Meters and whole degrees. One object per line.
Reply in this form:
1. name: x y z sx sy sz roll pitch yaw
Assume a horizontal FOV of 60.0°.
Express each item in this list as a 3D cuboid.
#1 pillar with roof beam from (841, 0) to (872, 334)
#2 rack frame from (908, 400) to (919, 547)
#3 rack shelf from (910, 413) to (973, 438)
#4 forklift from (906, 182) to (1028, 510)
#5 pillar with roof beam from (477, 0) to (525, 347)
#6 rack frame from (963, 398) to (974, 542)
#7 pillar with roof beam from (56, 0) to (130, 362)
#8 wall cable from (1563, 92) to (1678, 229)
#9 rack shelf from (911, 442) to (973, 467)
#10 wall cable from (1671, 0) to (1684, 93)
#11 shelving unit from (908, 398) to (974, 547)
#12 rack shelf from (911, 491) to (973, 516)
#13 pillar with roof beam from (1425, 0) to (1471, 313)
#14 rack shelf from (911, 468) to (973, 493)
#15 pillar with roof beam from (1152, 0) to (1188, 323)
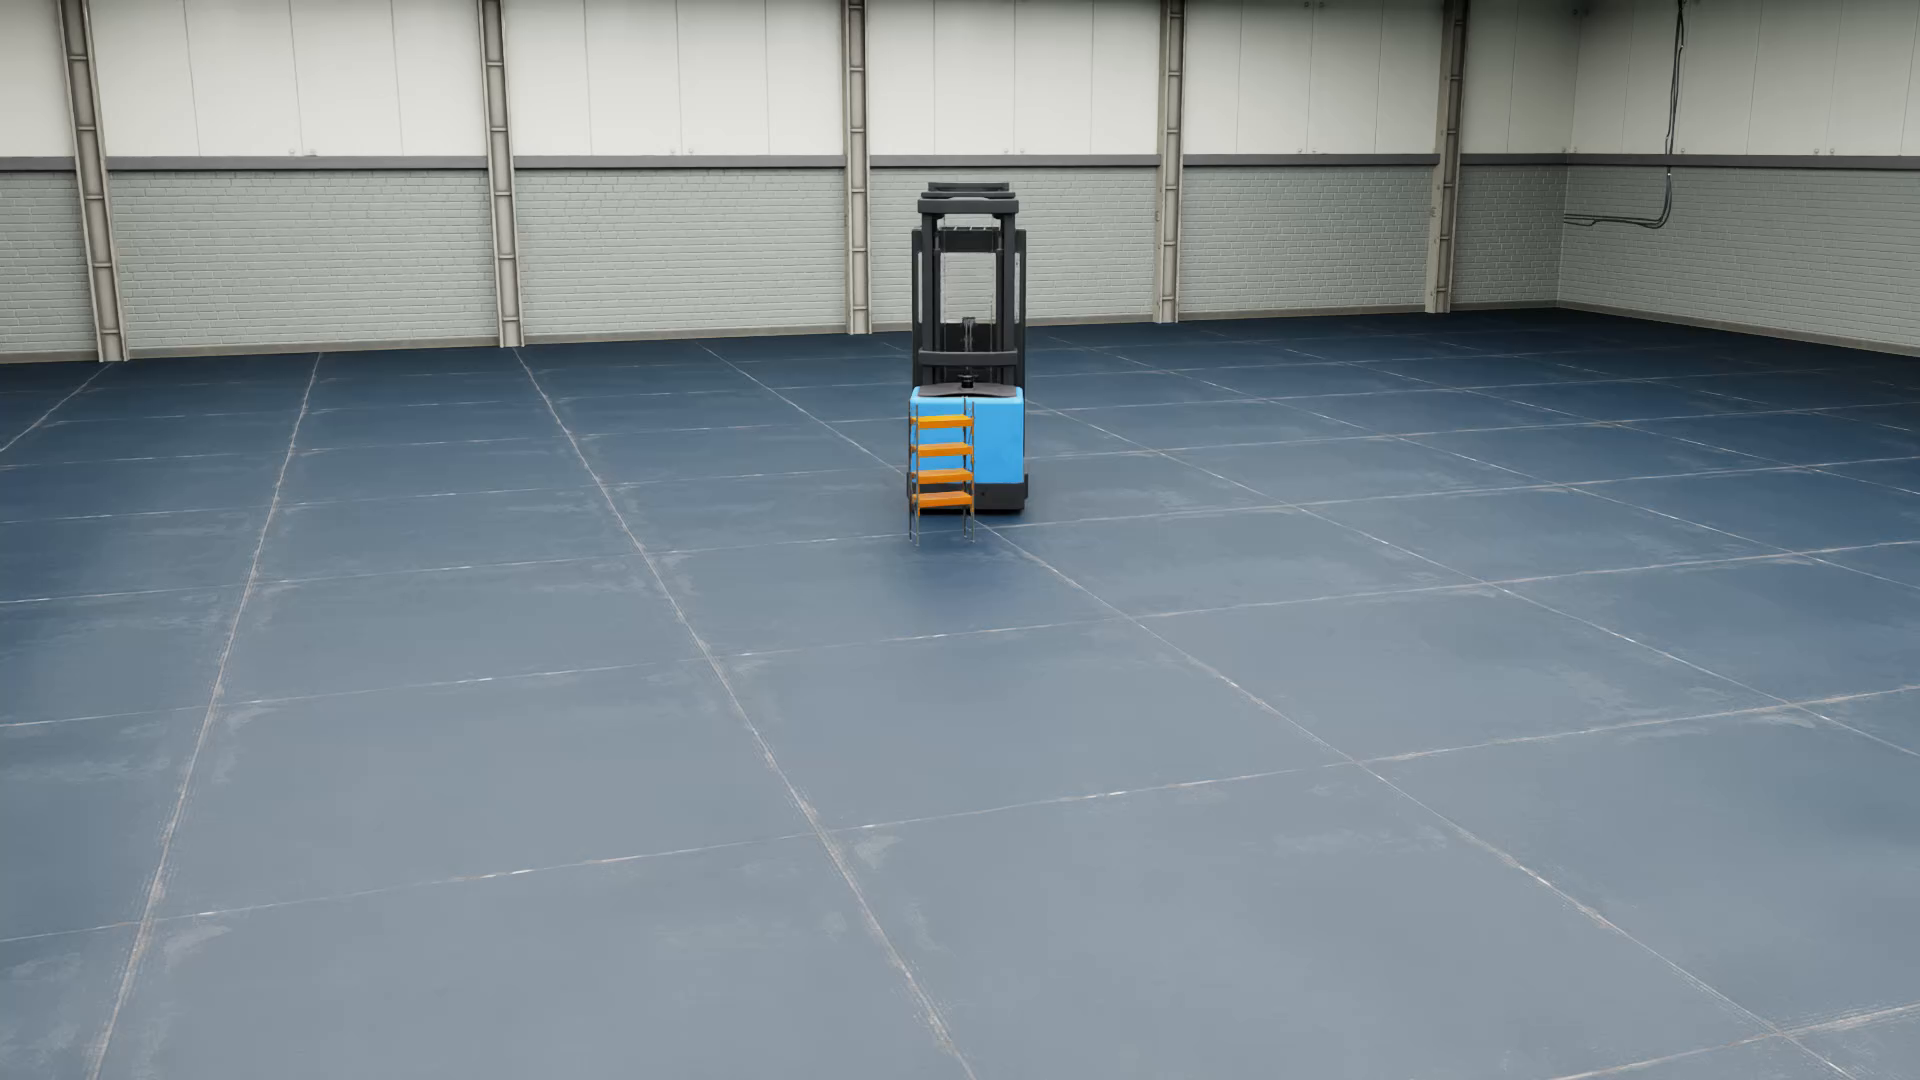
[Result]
1. pillar with roof beam: -0.429 -7.121 24.633 0.400 9.000 9.100 -4 14 -18
2. rack frame: -0.388 -0.553 13.877 0.015 1.200 0.240 -4 14 -18
3. rack shelf: -0.157 -0.954 13.862 0.480 0.148 0.258 -4 14 -18
4. forklift: 0.090 -1.982 16.142 1.130 2.935 3.031 0 13 1
5. pillar with roof beam: -6.116 -6.678 22.771 0.400 9.000 9.100 -4 14 -18
6. rack frame: 0.074 -0.590 14.028 0.015 1.200 0.240 -4 14 -18
7. pillar with roof beam: -11.802 -6.235 20.909 0.400 9.000 9.100 -4 14 -18
8. wall cable: 12.785 -7.367 32.380 0.112 2.526 3.097 -4 14 -18
9. rack shelf: -0.157 -0.724 13.916 0.480 0.148 0.258 -4 14 -18
10. wall cable: 13.648 -9.231 29.301 0.112 2.526 3.097 -4 14 -18
11. shelving unit: -0.157 -0.571 13.953 0.503 1.200 0.258 -4 14 -18
12. rack shelf: -0.157 -0.313 14.014 0.480 0.148 0.258 -4 14 -18
13. pillar with roof beam: 10.944 -8.006 28.356 0.400 9.000 9.100 -4 14 -18
14. rack shelf: -0.157 -0.506 13.968 0.480 0.148 0.258 -4 14 -18
15. pillar with roof beam: 5.258 -7.564 26.494 0.400 9.000 9.100 -4 14 -18
